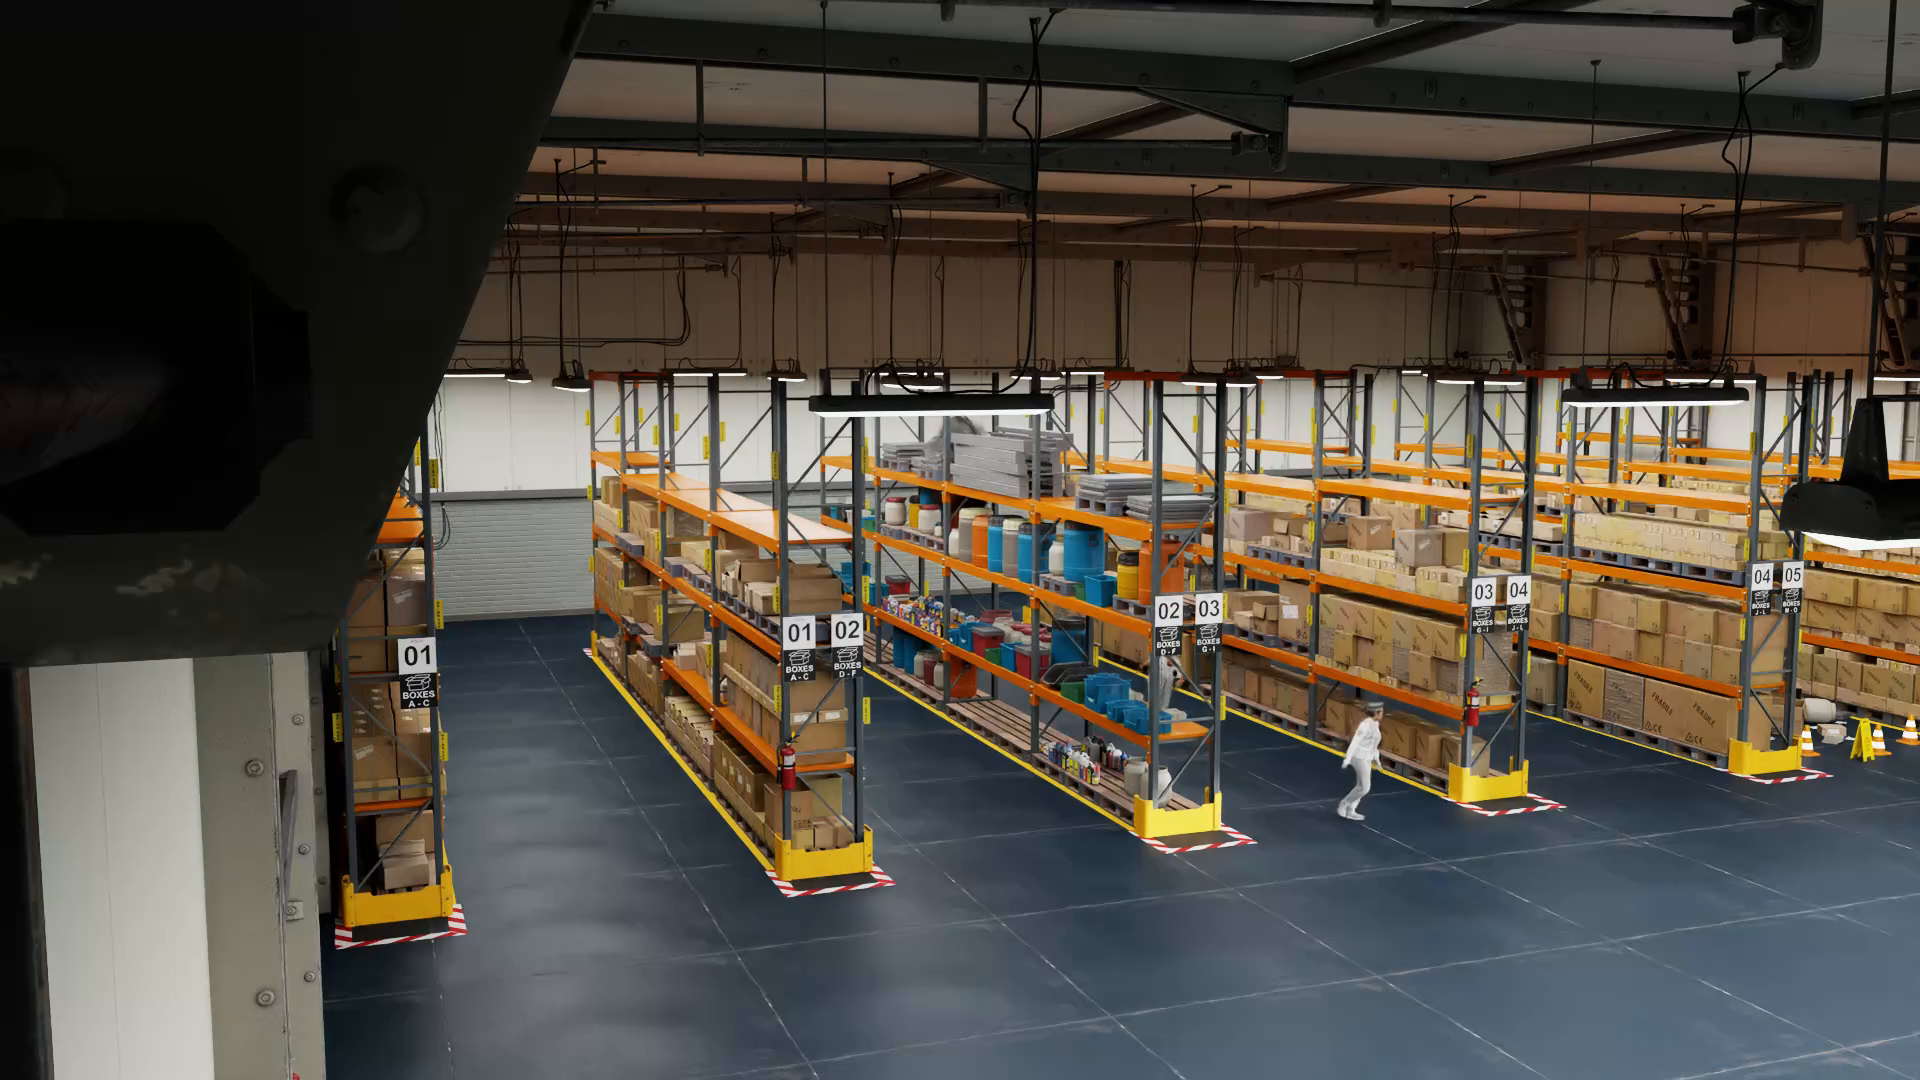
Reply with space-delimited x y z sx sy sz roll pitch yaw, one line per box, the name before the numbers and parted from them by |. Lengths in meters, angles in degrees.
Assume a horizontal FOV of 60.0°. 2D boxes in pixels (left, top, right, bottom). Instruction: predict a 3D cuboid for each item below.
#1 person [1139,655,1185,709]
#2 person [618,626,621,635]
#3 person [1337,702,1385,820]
person | 3.420 2.508 27.899 0.611 1.422 0.958 -1 6 -11
person | -7.256 1.434 36.357 0.657 1.820 0.662 2 7 20
person | 5.484 3.010 22.633 0.510 1.629 0.632 4 7 31
